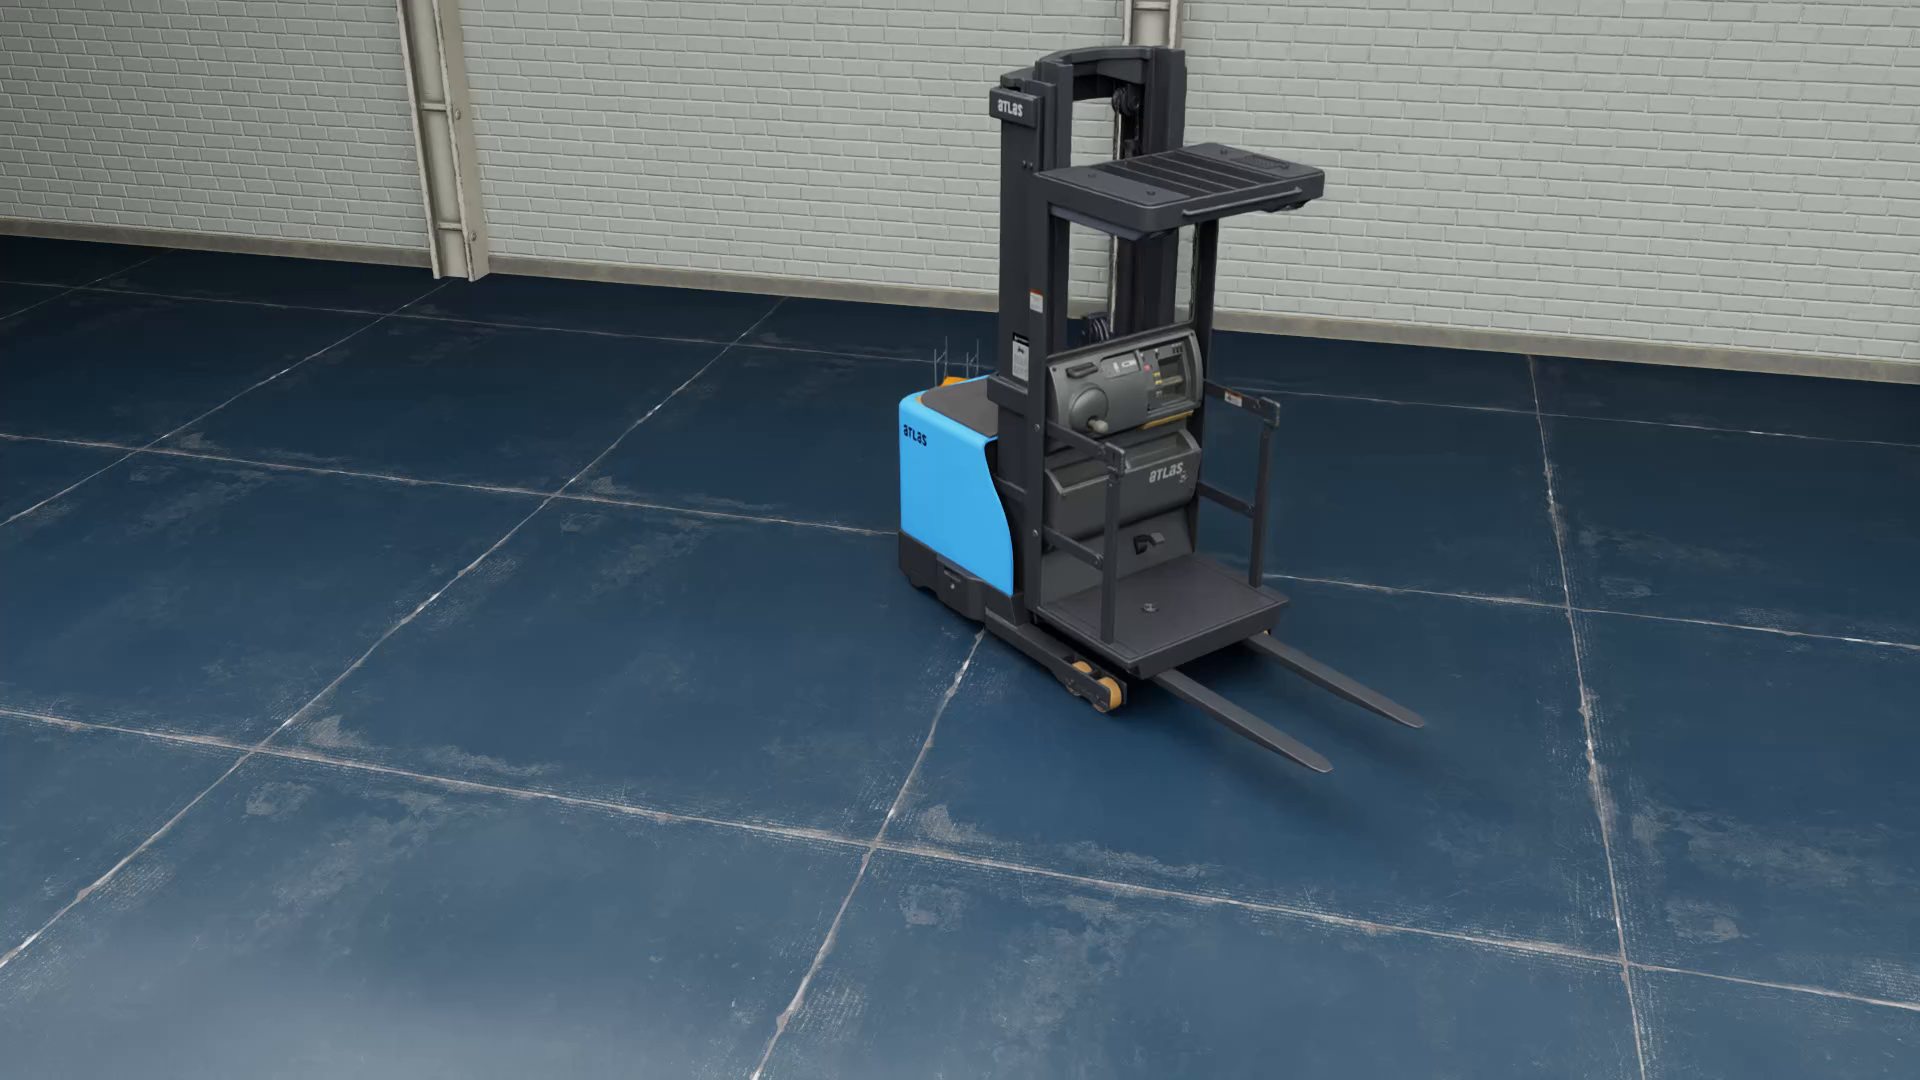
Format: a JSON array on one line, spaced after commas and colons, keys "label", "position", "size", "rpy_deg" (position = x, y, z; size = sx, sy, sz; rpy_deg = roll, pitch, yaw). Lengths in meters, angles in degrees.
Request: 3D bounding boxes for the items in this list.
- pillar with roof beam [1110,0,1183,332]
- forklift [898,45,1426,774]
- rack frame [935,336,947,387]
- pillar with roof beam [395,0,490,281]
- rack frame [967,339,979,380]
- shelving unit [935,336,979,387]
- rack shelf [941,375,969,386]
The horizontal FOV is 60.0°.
[{"label": "pillar with roof beam", "position": [0.353, -3.967, 7.613], "size": [0.400, 9.000, 9.100], "rpy_deg": [6, 26, 13]}, {"label": "forklift", "position": [0.936, -0.732, 7.878], "size": [1.130, 2.935, 3.031], "rpy_deg": [-18, 31, -32]}, {"label": "rack frame", "position": [-0.106, -0.557, 9.523], "size": [0.006, 1.200, 0.240], "rpy_deg": [7, 26, 14]}, {"label": "pillar with roof beam", "position": [-5.457, -4.609, 8.962], "size": [0.400, 9.000, 9.100], "rpy_deg": [6, 26, 13]}, {"label": "rack frame", "position": [0.071, -0.536, 9.480], "size": [0.006, 1.200, 0.240], "rpy_deg": [7, 26, 14]}, {"label": "shelving unit", "position": [-0.018, -0.546, 9.501], "size": [0.189, 1.200, 0.258], "rpy_deg": [7, 26, 14]}, {"label": "rack shelf", "position": [-0.018, -0.831, 9.365], "size": [0.180, 0.103, 0.258], "rpy_deg": [7, 26, 14]}]
